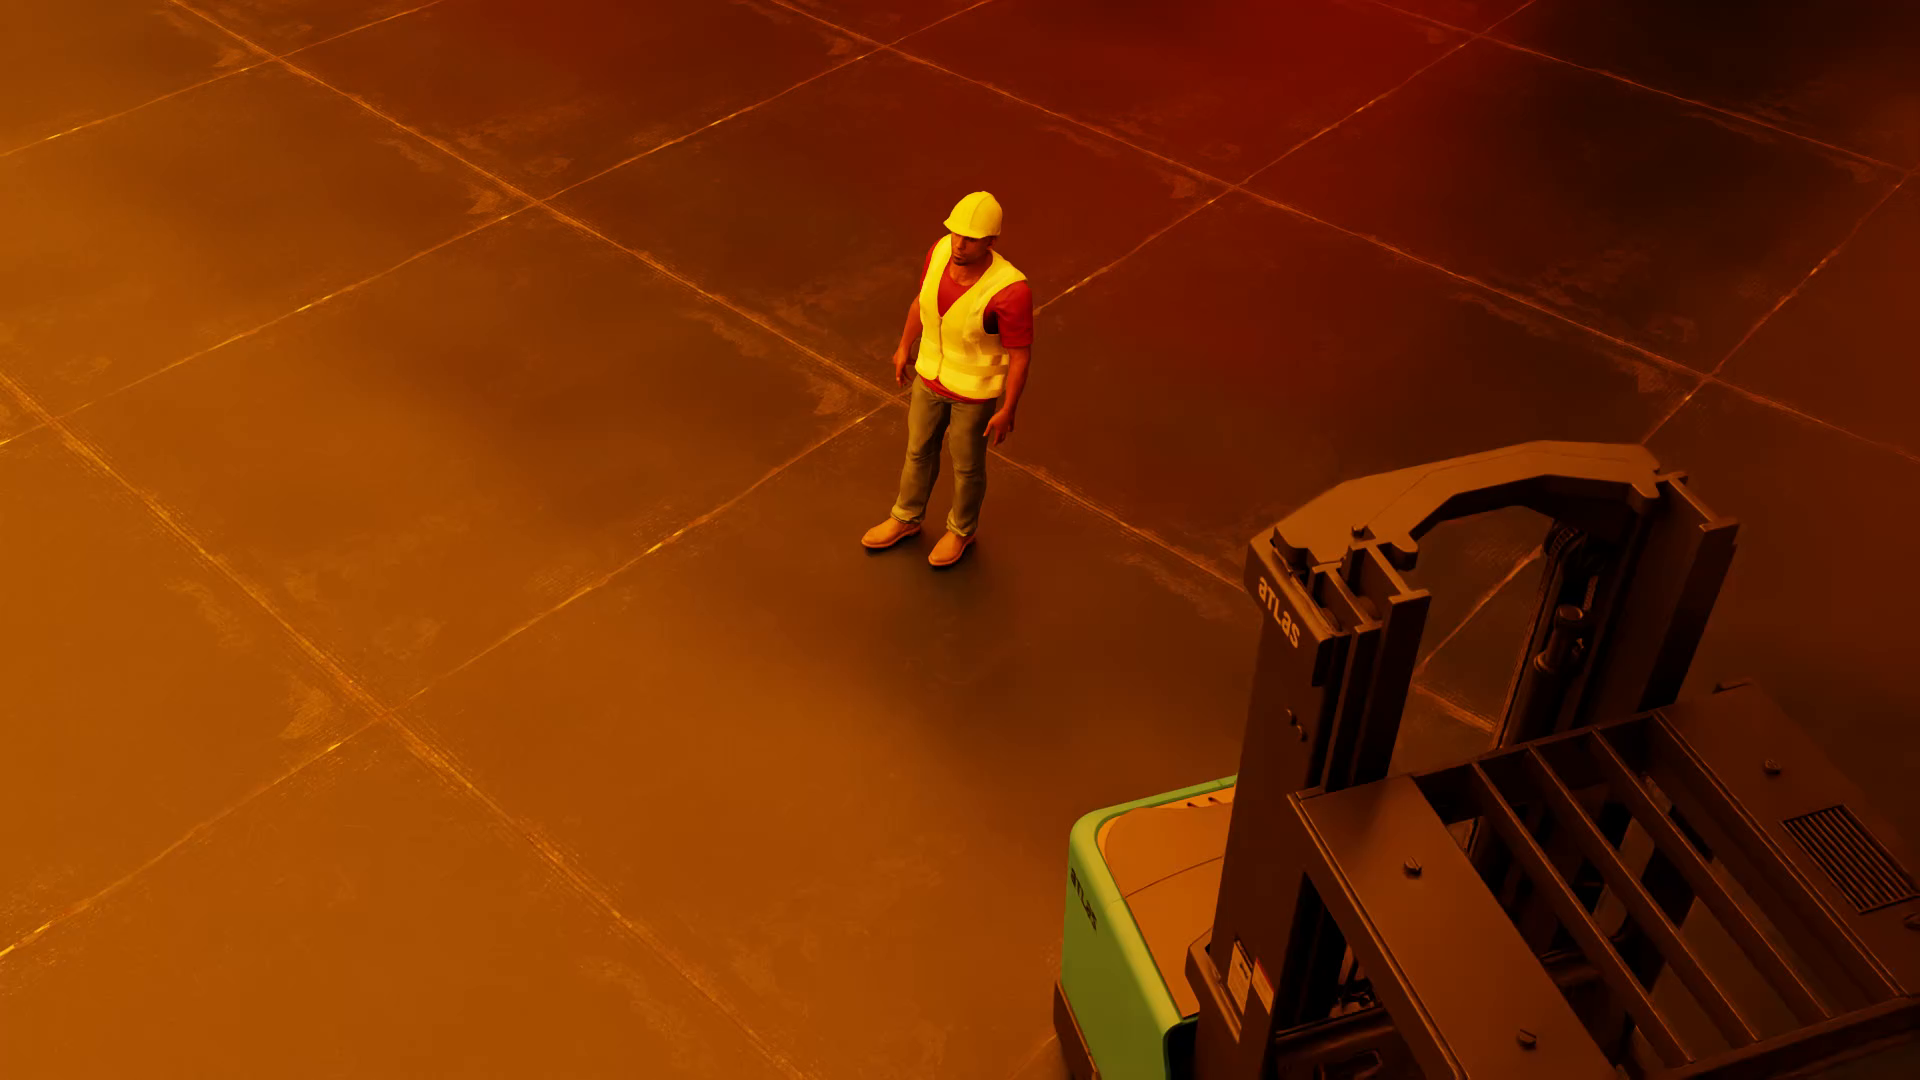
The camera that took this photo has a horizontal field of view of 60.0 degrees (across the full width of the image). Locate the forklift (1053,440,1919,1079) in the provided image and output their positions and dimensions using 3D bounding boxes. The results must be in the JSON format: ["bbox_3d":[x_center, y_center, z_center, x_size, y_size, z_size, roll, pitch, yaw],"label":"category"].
[{"bbox_3d":[1.251,1.362,3.841,1.130,2.935,3.031,-12,42,-13],"label":"forklift"}]

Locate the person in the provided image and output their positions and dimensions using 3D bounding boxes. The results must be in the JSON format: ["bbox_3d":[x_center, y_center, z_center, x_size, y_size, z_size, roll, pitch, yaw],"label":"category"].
[{"bbox_3d":[-0.051,-0.644,7.063,0.666,1.768,0.575,31,49,31],"label":"person"}]
